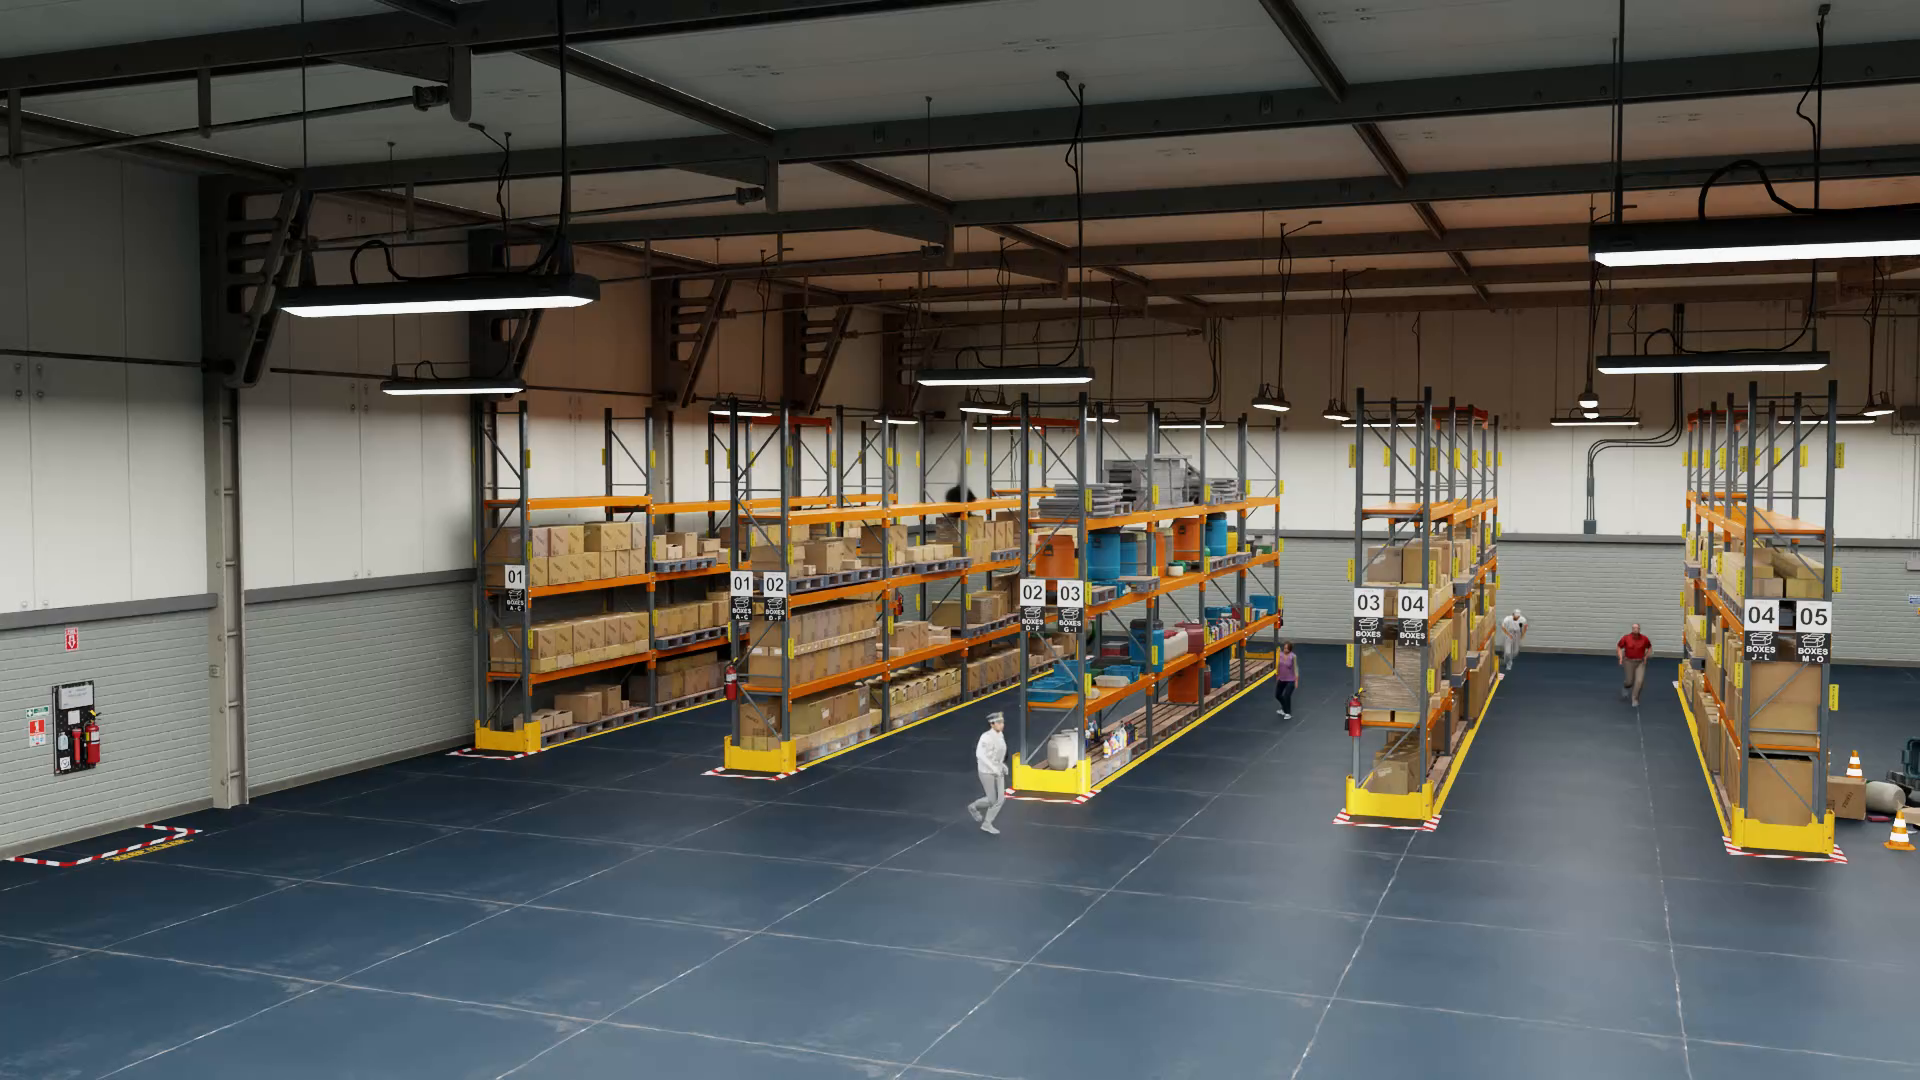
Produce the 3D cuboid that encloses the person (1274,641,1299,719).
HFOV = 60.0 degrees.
[{"bbox_3d":[6.303,2.684,31.977,0.675,1.518,0.577,3,4,43],"label":"person"}]

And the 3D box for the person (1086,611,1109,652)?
[{"bbox_3d":[3.426,2.065,42.437,0.918,1.773,0.659,2,4,41],"label":"person"}]

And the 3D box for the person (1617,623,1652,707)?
[{"bbox_3d":[13.766,2.524,33.937,0.674,1.676,0.637,0,3,9],"label":"person"}]

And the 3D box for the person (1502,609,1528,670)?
[{"bbox_3d":[13.185,2.355,39.554,0.628,1.486,0.889,0,3,0],"label":"person"}]

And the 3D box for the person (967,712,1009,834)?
[{"bbox_3d":[0.346,3.107,22.365,0.610,1.642,0.603,2,4,41],"label":"person"}]
